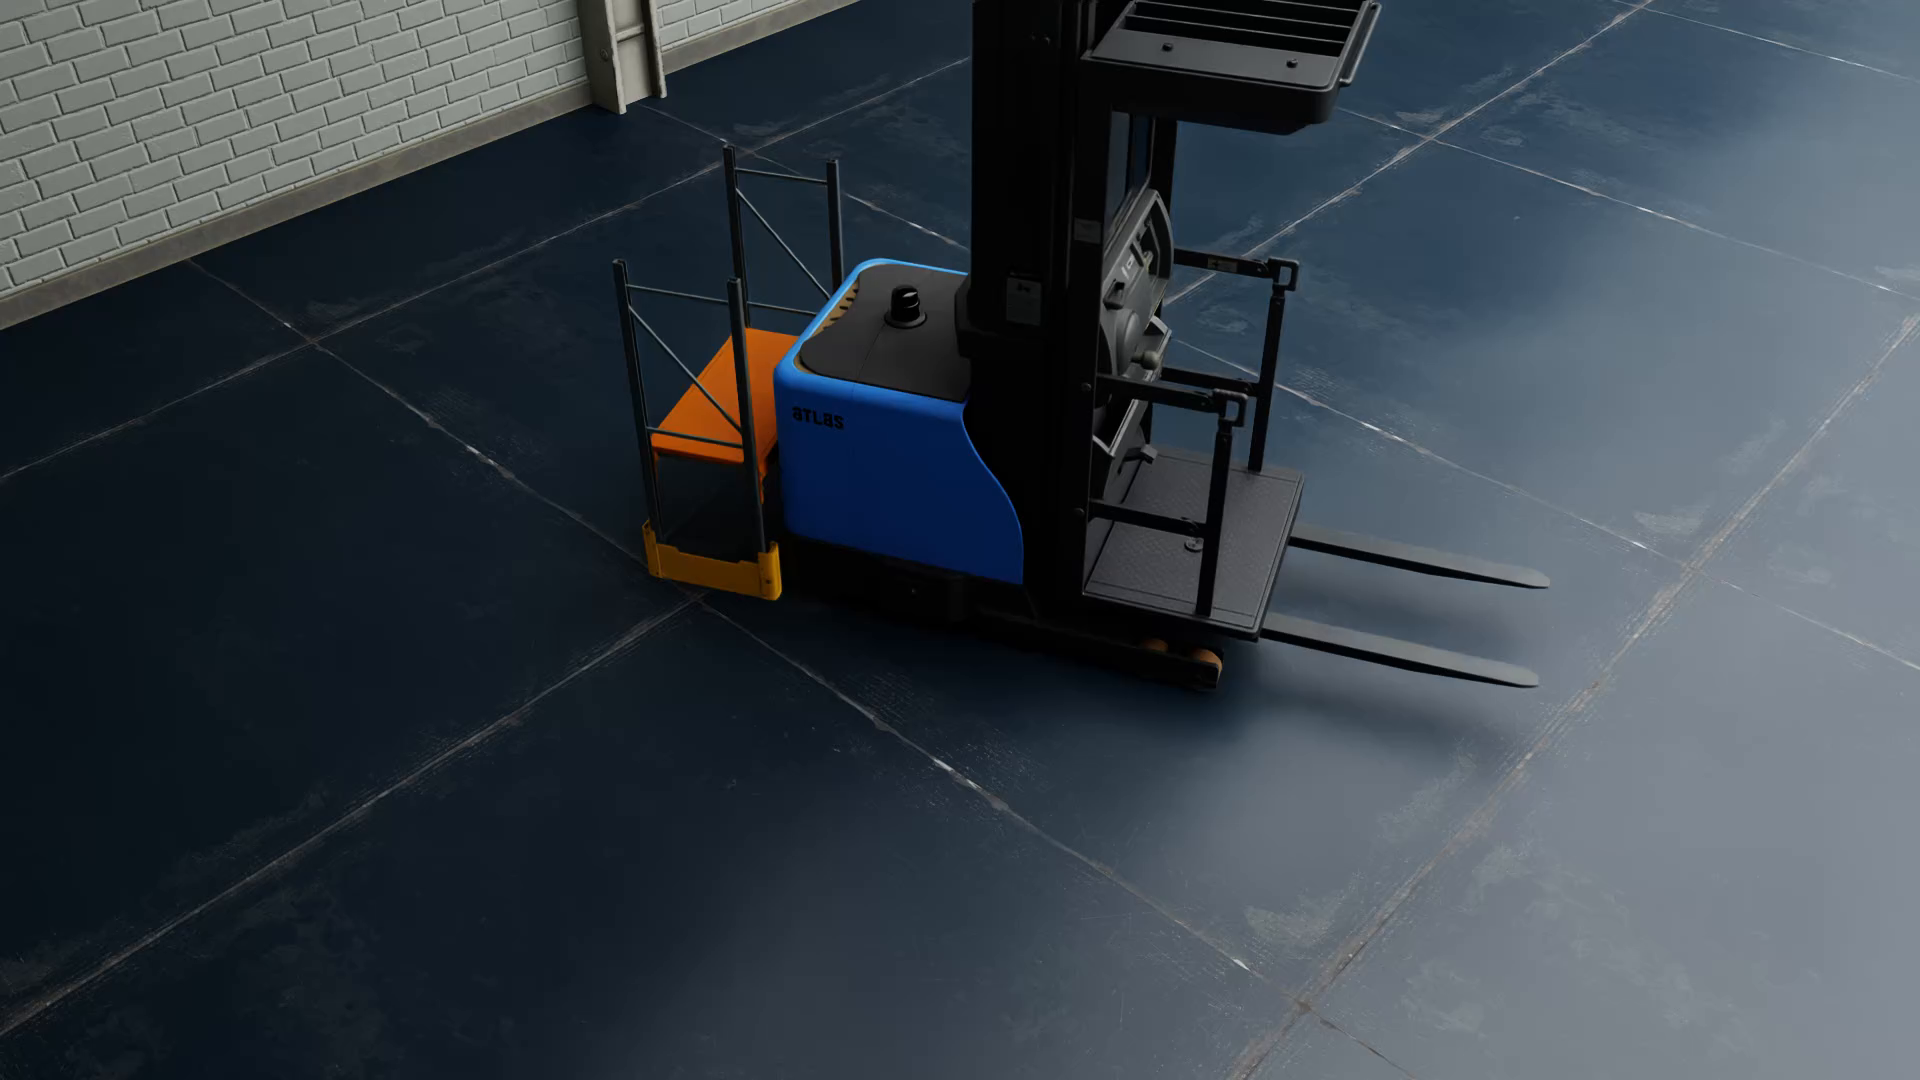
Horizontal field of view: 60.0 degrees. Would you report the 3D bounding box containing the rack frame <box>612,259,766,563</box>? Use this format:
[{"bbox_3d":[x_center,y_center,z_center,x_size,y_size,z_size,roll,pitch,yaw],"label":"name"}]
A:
[{"bbox_3d":[-1.039,-0.398,6.546,0.500,1.500,0.032,11,40,13],"label":"rack frame"}]

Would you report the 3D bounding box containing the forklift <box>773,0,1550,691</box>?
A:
[{"bbox_3d":[0.838,-0.932,6.068,3.031,2.935,1.130,12,40,15],"label":"forklift"}]

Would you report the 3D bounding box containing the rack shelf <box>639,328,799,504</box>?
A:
[{"bbox_3d":[-0.890,-0.560,7.038,0.538,0.185,1.000,11,40,13],"label":"rack shelf"}]

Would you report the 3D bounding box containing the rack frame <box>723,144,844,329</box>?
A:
[{"bbox_3d":[-0.740,-1.003,7.306,0.500,1.500,0.032,11,40,13],"label":"rack frame"}]

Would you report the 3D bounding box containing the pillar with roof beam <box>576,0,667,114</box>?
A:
[{"bbox_3d":[1.011,-4.605,5.811,9.100,9.000,0.400,30,47,32],"label":"pillar with roof beam"}]

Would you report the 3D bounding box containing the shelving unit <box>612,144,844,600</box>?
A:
[{"bbox_3d":[-0.887,-0.706,6.933,0.587,1.500,1.083,11,40,13],"label":"shelving unit"}]

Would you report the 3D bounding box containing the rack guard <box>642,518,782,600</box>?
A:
[{"bbox_3d":[-1.034,0.080,6.949,0.587,0.250,0.087,11,40,13],"label":"rack guard"}]
